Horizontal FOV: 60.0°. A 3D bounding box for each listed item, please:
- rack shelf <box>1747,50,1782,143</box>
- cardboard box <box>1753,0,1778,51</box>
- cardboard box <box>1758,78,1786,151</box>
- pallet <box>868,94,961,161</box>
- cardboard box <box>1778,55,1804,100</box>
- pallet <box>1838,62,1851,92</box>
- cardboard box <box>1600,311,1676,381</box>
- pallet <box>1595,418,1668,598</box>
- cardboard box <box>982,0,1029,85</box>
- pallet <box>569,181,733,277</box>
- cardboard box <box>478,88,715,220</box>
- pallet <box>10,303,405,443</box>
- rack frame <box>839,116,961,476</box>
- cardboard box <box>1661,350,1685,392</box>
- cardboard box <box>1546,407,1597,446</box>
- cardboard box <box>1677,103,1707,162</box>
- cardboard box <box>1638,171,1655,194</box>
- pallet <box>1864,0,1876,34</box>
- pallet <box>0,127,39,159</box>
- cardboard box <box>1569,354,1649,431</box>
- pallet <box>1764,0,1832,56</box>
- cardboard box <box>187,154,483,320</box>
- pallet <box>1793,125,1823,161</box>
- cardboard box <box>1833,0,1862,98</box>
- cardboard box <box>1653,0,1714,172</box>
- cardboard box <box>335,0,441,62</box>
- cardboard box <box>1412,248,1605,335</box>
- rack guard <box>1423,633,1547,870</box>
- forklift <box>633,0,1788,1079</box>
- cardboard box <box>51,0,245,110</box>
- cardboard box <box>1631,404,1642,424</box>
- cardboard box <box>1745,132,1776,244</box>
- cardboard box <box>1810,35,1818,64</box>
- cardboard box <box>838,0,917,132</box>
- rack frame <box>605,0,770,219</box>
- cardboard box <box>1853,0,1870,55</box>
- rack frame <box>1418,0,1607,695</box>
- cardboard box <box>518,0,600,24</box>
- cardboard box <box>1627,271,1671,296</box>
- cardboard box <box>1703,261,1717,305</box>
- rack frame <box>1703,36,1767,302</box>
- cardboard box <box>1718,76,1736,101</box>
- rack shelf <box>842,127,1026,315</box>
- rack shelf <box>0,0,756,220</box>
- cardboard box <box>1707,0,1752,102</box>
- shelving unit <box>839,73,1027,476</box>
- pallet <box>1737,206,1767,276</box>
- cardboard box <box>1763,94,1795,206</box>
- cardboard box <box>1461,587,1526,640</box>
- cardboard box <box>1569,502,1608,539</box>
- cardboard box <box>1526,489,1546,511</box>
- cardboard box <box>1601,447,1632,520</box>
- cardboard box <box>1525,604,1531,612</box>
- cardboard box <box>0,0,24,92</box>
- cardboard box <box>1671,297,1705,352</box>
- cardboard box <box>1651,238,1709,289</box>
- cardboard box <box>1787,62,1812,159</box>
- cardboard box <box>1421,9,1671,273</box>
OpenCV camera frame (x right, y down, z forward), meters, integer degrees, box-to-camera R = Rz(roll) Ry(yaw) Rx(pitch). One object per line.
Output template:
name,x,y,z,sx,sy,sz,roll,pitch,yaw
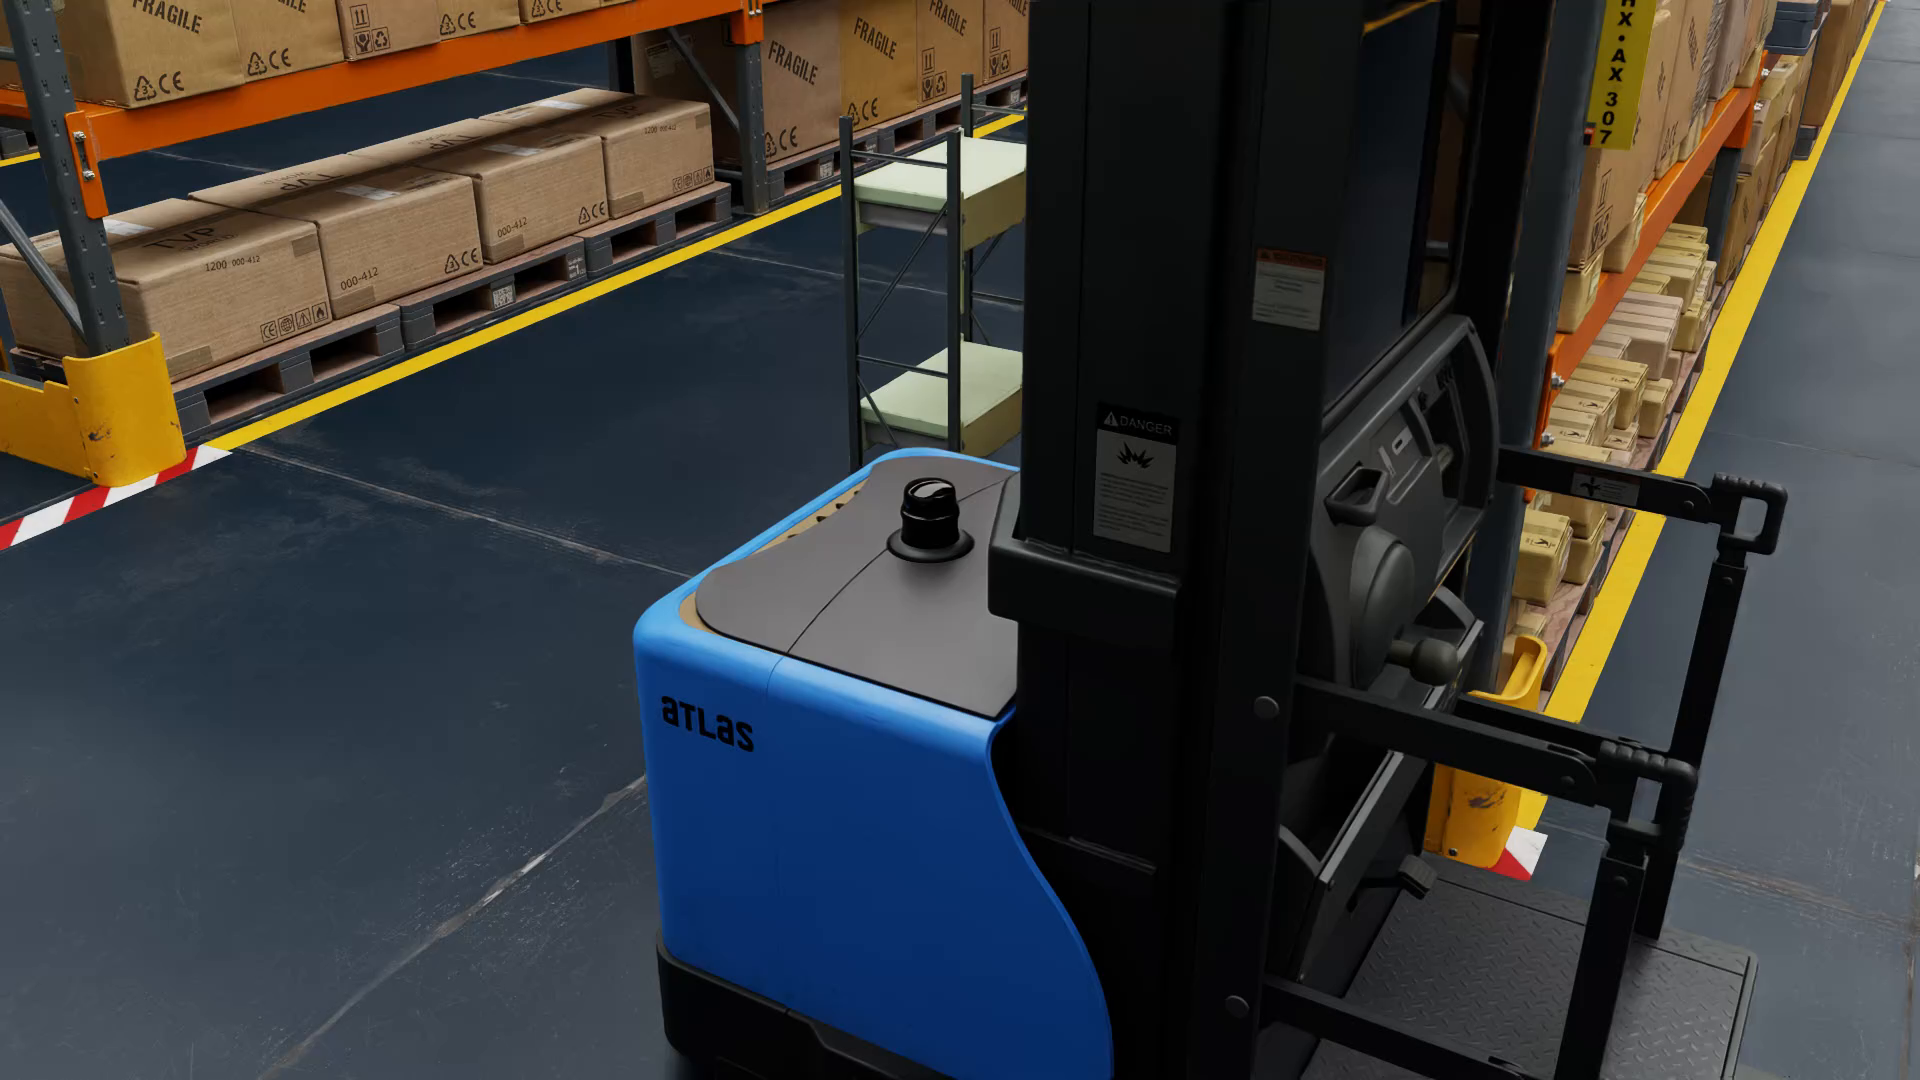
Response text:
rack shelf,3.794,-2.694,8.584,1.077,0.370,4.000,14,30,26
cardboard box,2.818,-2.163,6.276,0.500,0.500,0.500,14,30,26
cardboard box,3.663,-2.079,8.039,0.500,0.250,0.500,15,30,27
pallet,-0.636,-2.834,11.177,1.003,0.211,1.213,14,30,26
cardboard box,4.167,-2.482,8.843,0.500,0.250,0.500,15,30,27
pallet,6.432,-3.790,13.085,1.003,0.211,1.213,14,30,26
cardboard box,2.284,-0.695,5.838,0.380,0.149,0.250,13,29,24
pallet,1.911,-0.242,5.998,1.003,0.211,1.213,14,30,26
cardboard box,0.006,-3.832,11.959,0.875,0.875,0.875,14,30,26
pallet,-1.991,-1.761,9.032,1.003,0.211,1.213,14,30,26
cardboard box,-1.952,-2.108,9.003,0.875,0.438,0.875,14,30,25
pallet,-3.192,-0.810,7.132,1.003,0.211,1.213,14,30,26
rack frame,-0.177,-0.531,5.135,0.400,1.500,0.023,14,30,26
cardboard box,2.639,-0.721,6.555,0.380,0.149,0.250,13,29,24
cardboard box,1.712,-0.304,5.058,0.380,0.149,0.250,13,29,24
cardboard box,2.167,-1.336,5.348,0.380,0.149,0.250,15,30,27
cardboard box,1.864,-1.142,4.961,0.380,0.149,0.250,14,30,25
pallet,7.787,-4.863,15.230,1.003,0.211,1.213,14,30,26
pallet,-6.211,-2.864,11.236,1.003,0.211,1.213,14,30,26
cardboard box,2.026,-0.503,5.455,0.380,0.149,0.250,15,30,27
pallet,3.313,-2.416,7.440,1.003,0.211,1.213,14,30,26
cardboard box,-2.836,-1.408,7.604,0.875,0.438,0.875,15,30,27
pallet,5.231,-2.839,11.185,1.003,0.211,1.213,14,30,26
cardboard box,5.583,-3.536,11.506,1.050,0.750,0.750,15,30,27
cardboard box,1.797,-1.371,4.695,0.500,0.500,0.500,15,30,27
cardboard box,-2.540,-2.294,6.870,0.500,0.500,0.500,14,30,26
cardboard box,1.287,-0.619,3.916,0.380,0.149,0.250,14,30,26
rack guard,0.880,0.411,4.371,1.175,0.500,0.348,14,30,26
forklift,0.907,-0.064,2.604,3.031,2.935,1.130,15,30,27
cardboard box,-3.031,-1.896,6.076,0.500,0.500,0.500,14,30,26
cardboard box,2.218,-0.431,5.976,0.380,0.149,0.250,15,30,27
cardboard box,3.663,-1.742,8.203,0.500,0.500,0.500,16,31,28
cardboard box,4.670,-2.876,9.630,0.500,0.250,0.500,13,30,25
cardboard box,-0.876,-3.137,10.571,0.875,0.875,0.875,15,30,28
rack frame,-1.549,-3.287,8.965,1.000,3.000,0.127,14,30,26
cardboard box,6.519,-4.274,12.981,1.050,0.750,0.750,14,30,26
rack frame,0.842,-0.677,3.752,1.000,3.000,0.127,14,30,26
cardboard box,-2.038,-2.694,7.668,0.500,0.500,0.500,14,30,25
cardboard box,2.459,-0.928,6.305,0.380,0.149,0.250,15,30,28
cardboard box,2.932,-1.089,6.959,0.380,0.149,0.250,15,30,27
rack frame,2.810,-2.236,6.866,1.000,3.000,0.127,14,30,26
cardboard box,2.658,-1.746,6.167,0.380,0.149,0.250,15,30,28
rack shelf,0.003,-1.022,5.245,0.431,0.370,0.720,14,30,26
rack shelf,-2.533,-2.186,7.569,1.077,0.370,4.000,14,30,26
cardboard box,2.316,-1.767,5.486,0.500,0.500,0.500,14,30,26
shelving unit,0.003,-0.673,5.419,0.431,1.500,0.755,14,30,26
pallet,3.791,-1.770,9.051,1.003,0.211,1.213,14,30,26
cardboard box,4.177,-2.140,8.997,0.500,0.500,0.500,13,29,24
cardboard box,1.324,0.129,4.525,0.380,0.149,0.250,16,31,28
cardboard box,1.772,-0.156,5.094,0.380,0.149,0.250,15,30,28
cardboard box,1.427,-0.120,4.689,0.380,0.149,0.250,15,30,27
cardboard box,2.015,-0.216,5.546,0.380,0.149,0.250,13,29,24
cardboard box,1.436,0.156,4.803,0.380,0.149,0.250,14,30,26
cardboard box,-3.510,-2.019,6.320,0.500,0.500,0.500,14,30,26
cardboard box,2.693,-0.873,6.526,0.380,0.149,0.250,13,29,24
cardboard box,2.771,-1.111,6.669,0.380,0.149,0.250,15,30,27
cardboard box,4.682,-2.551,9.818,0.500,0.500,0.500,14,30,26
cardboard box,1.304,-0.969,3.891,0.500,0.500,0.500,16,31,28
